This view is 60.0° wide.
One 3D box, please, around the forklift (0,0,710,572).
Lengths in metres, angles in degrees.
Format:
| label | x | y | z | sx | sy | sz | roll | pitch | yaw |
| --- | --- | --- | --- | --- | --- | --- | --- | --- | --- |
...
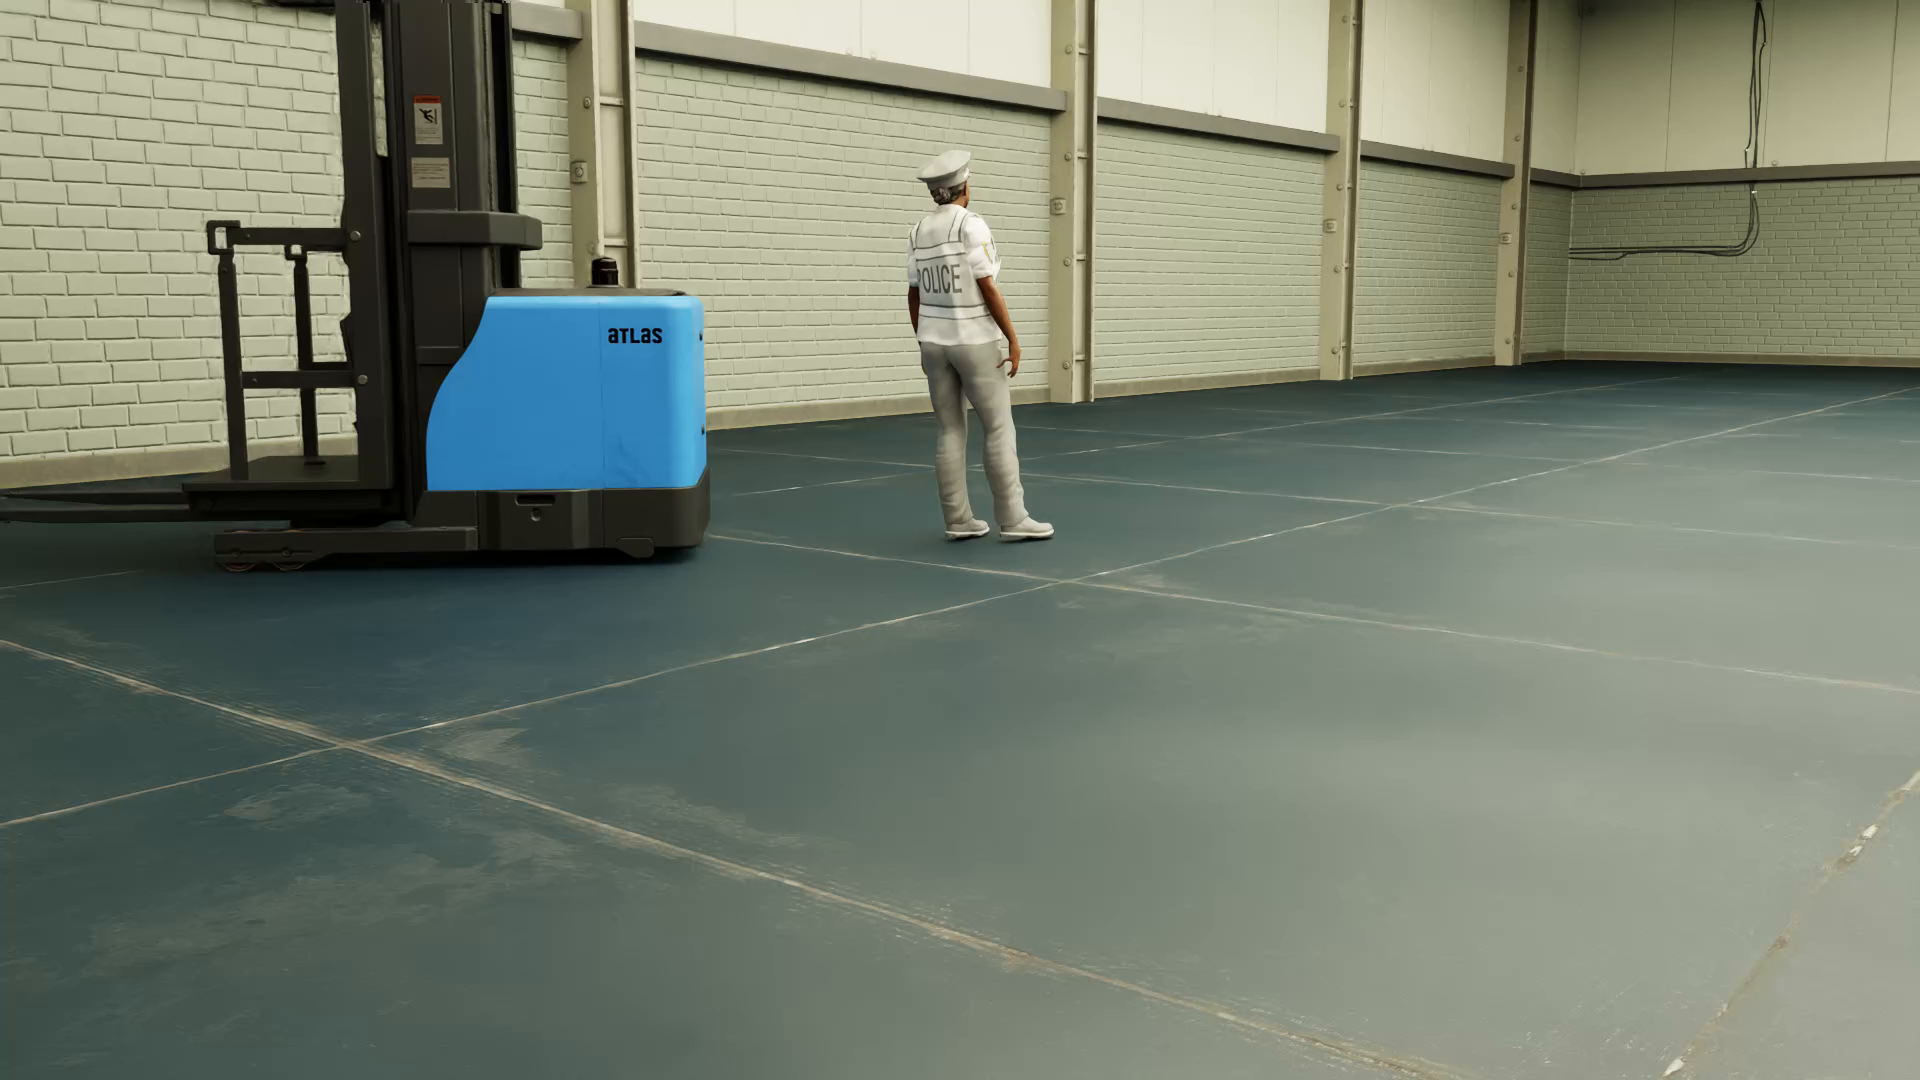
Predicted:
| label | x | y | z | sx | sy | sz | roll | pitch | yaw |
| --- | --- | --- | --- | --- | --- | --- | --- | --- | --- |
| forklift | -2.613 | -1.405 | 6.883 | 3.031 | 2.935 | 1.130 | -1 | 8 | -6 |

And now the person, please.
| label | x | y | z | sx | sy | sz | roll | pitch | yaw |
| --- | --- | --- | --- | --- | --- | --- | --- | --- | --- |
| person | 0.063 | -0.852 | 7.327 | 0.569 | 1.695 | 0.528 | 7 | 11 | 38 |
